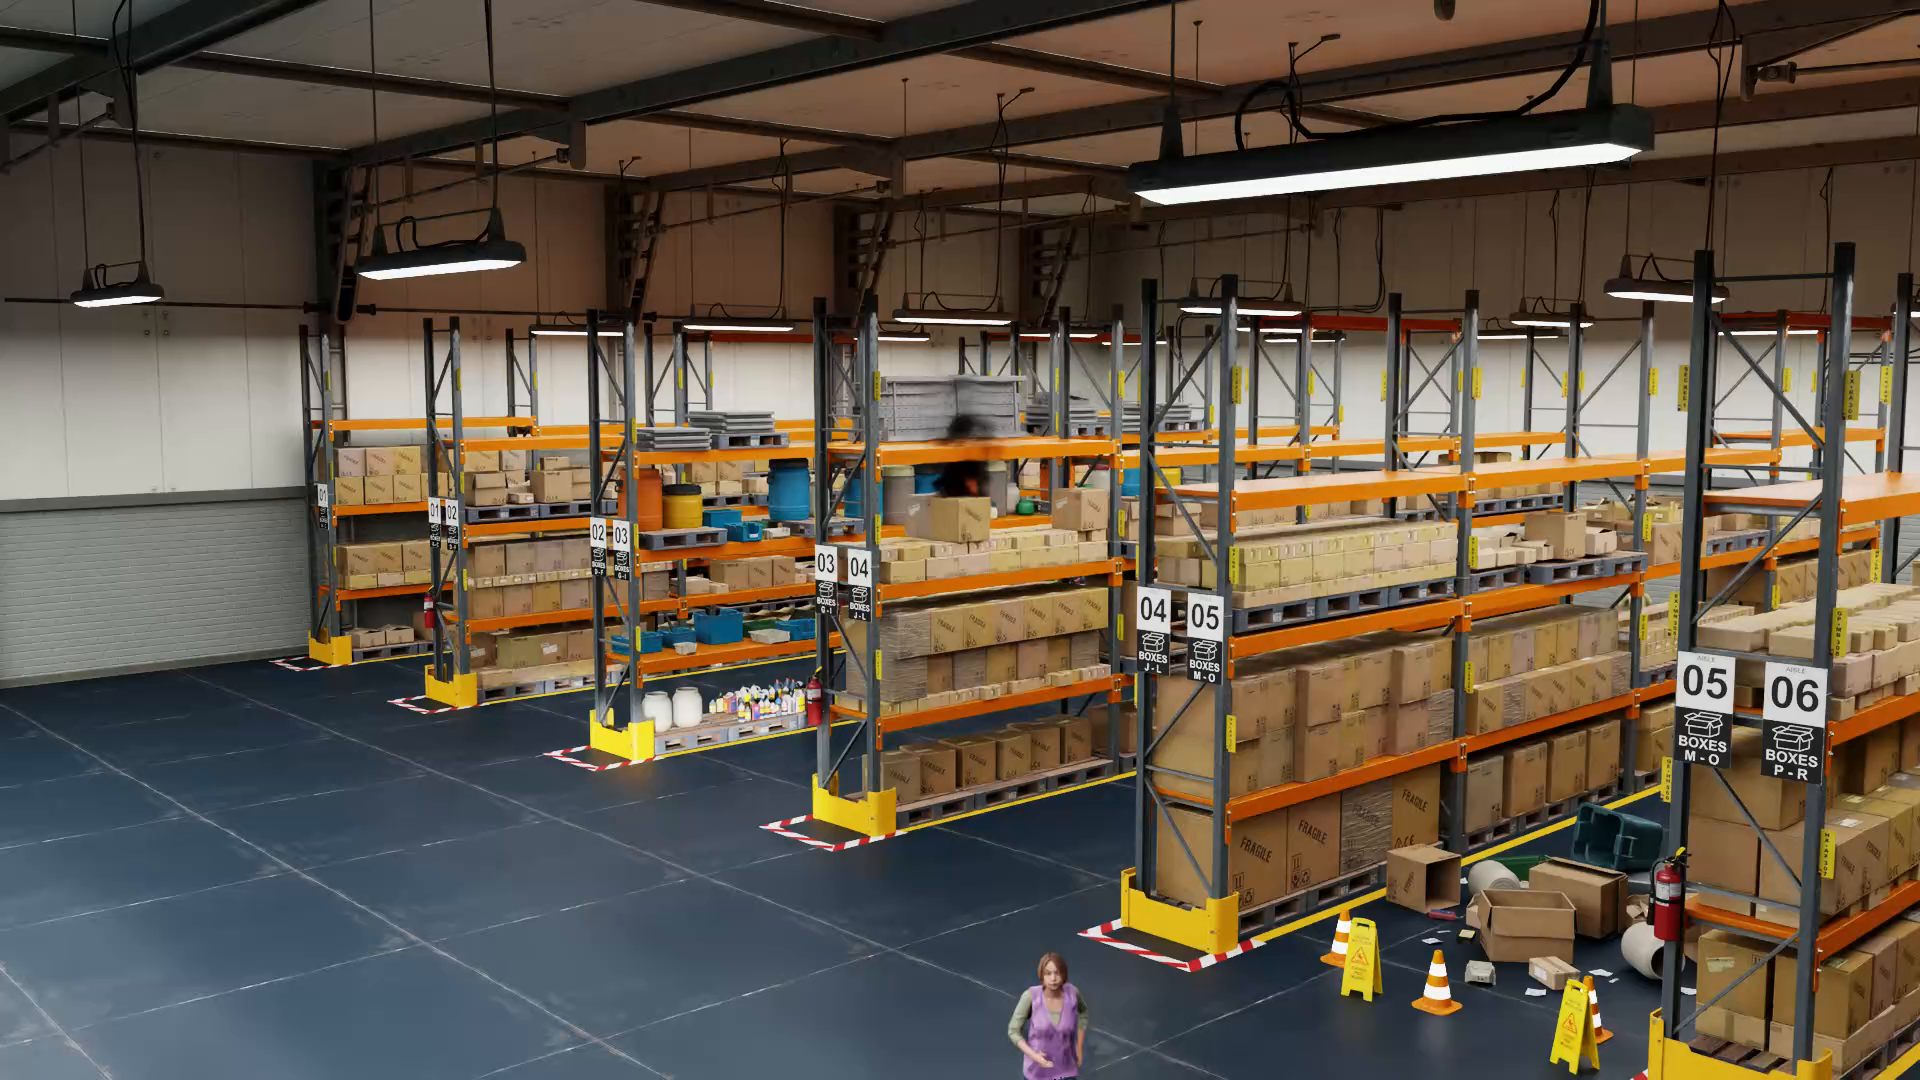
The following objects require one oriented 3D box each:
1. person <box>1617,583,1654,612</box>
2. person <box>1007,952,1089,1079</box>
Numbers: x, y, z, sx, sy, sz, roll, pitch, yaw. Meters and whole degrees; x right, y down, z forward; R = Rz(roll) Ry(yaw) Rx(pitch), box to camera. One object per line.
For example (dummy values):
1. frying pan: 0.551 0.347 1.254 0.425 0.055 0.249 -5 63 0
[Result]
1. person: 11.726 1.475 28.732 0.627 1.609 0.499 0 6 3
2. person: 0.550 3.335 10.397 0.510 1.598 1.035 0 6 4
